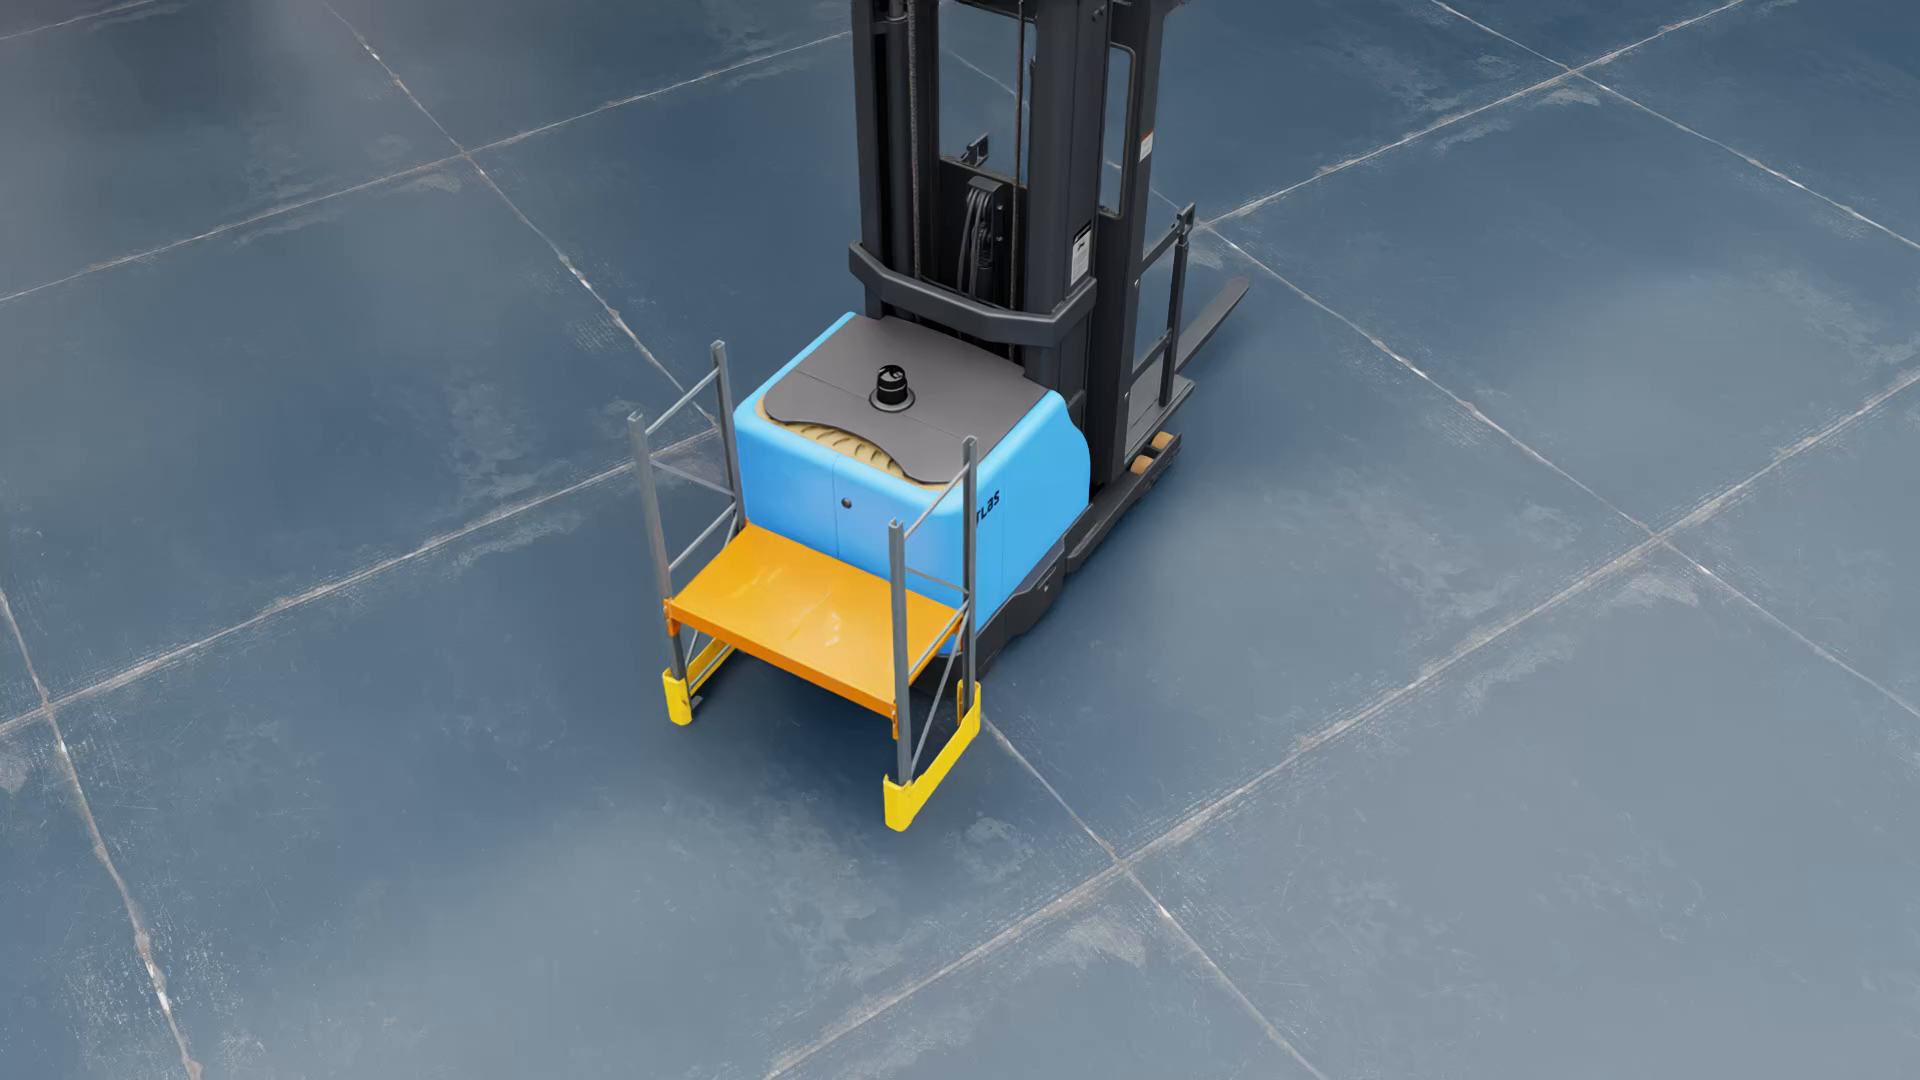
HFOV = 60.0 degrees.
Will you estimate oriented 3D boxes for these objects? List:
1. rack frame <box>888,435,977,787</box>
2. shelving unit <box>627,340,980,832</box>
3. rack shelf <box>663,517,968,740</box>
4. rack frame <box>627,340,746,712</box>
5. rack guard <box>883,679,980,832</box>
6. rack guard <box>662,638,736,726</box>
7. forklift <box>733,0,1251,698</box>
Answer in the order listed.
[{"bbox_3d":[-0.083,0.353,5.785,0.032,1.500,0.500,22,48,21],"label":"rack frame"},{"bbox_3d":[-0.529,0.173,5.974,1.083,1.500,0.587,22,48,21],"label":"shelving unit"},{"bbox_3d":[-0.521,0.306,6.095,1.000,0.185,0.538,22,48,21],"label":"rack shelf"},{"bbox_3d":[-0.959,-0.002,6.157,0.032,1.500,0.500,22,48,21],"label":"rack frame"},{"bbox_3d":[-0.099,0.799,6.223,0.087,0.250,0.587,22,48,21],"label":"rack guard"},{"bbox_3d":[-0.958,0.450,6.588,0.087,0.250,0.587,22,48,21],"label":"rack guard"},{"bbox_3d":[0.349,-1.436,6.623,1.130,2.935,3.031,24,49,23],"label":"forklift"}]
